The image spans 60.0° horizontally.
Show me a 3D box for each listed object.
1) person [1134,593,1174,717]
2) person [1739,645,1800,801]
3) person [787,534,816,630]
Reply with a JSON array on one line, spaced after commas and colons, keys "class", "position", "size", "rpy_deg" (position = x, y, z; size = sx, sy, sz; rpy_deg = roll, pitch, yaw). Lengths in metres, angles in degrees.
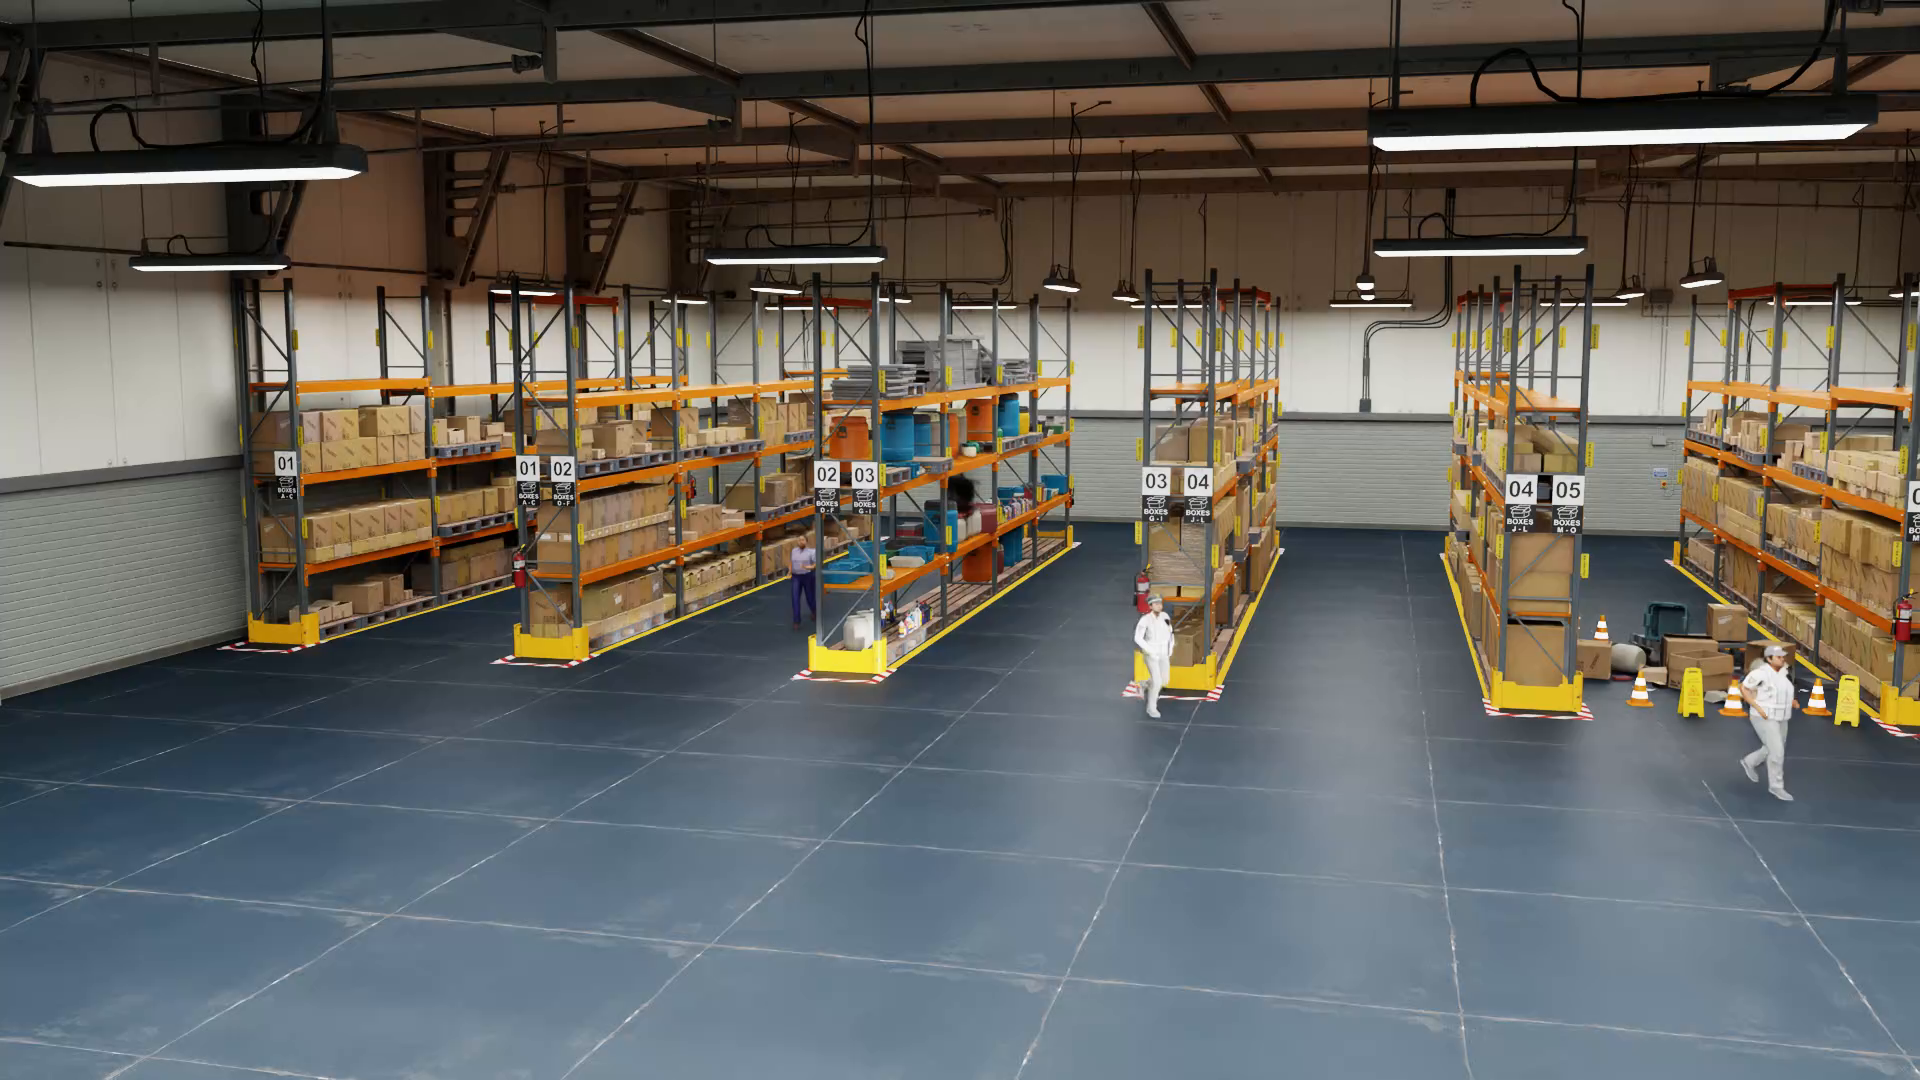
[{"class": "person", "position": [2.599, 1.520, 22.314], "size": [0.646, 1.669, 0.622], "rpy_deg": [-4, 8, -28]}, {"class": "person", "position": [8.955, 1.984, 18.432], "size": [0.609, 1.675, 0.775], "rpy_deg": [-3, 8, -26]}, {"class": "person", "position": [-2.739, 0.705, 29.009], "size": [0.615, 1.617, 0.899], "rpy_deg": [1, 7, 9]}]
